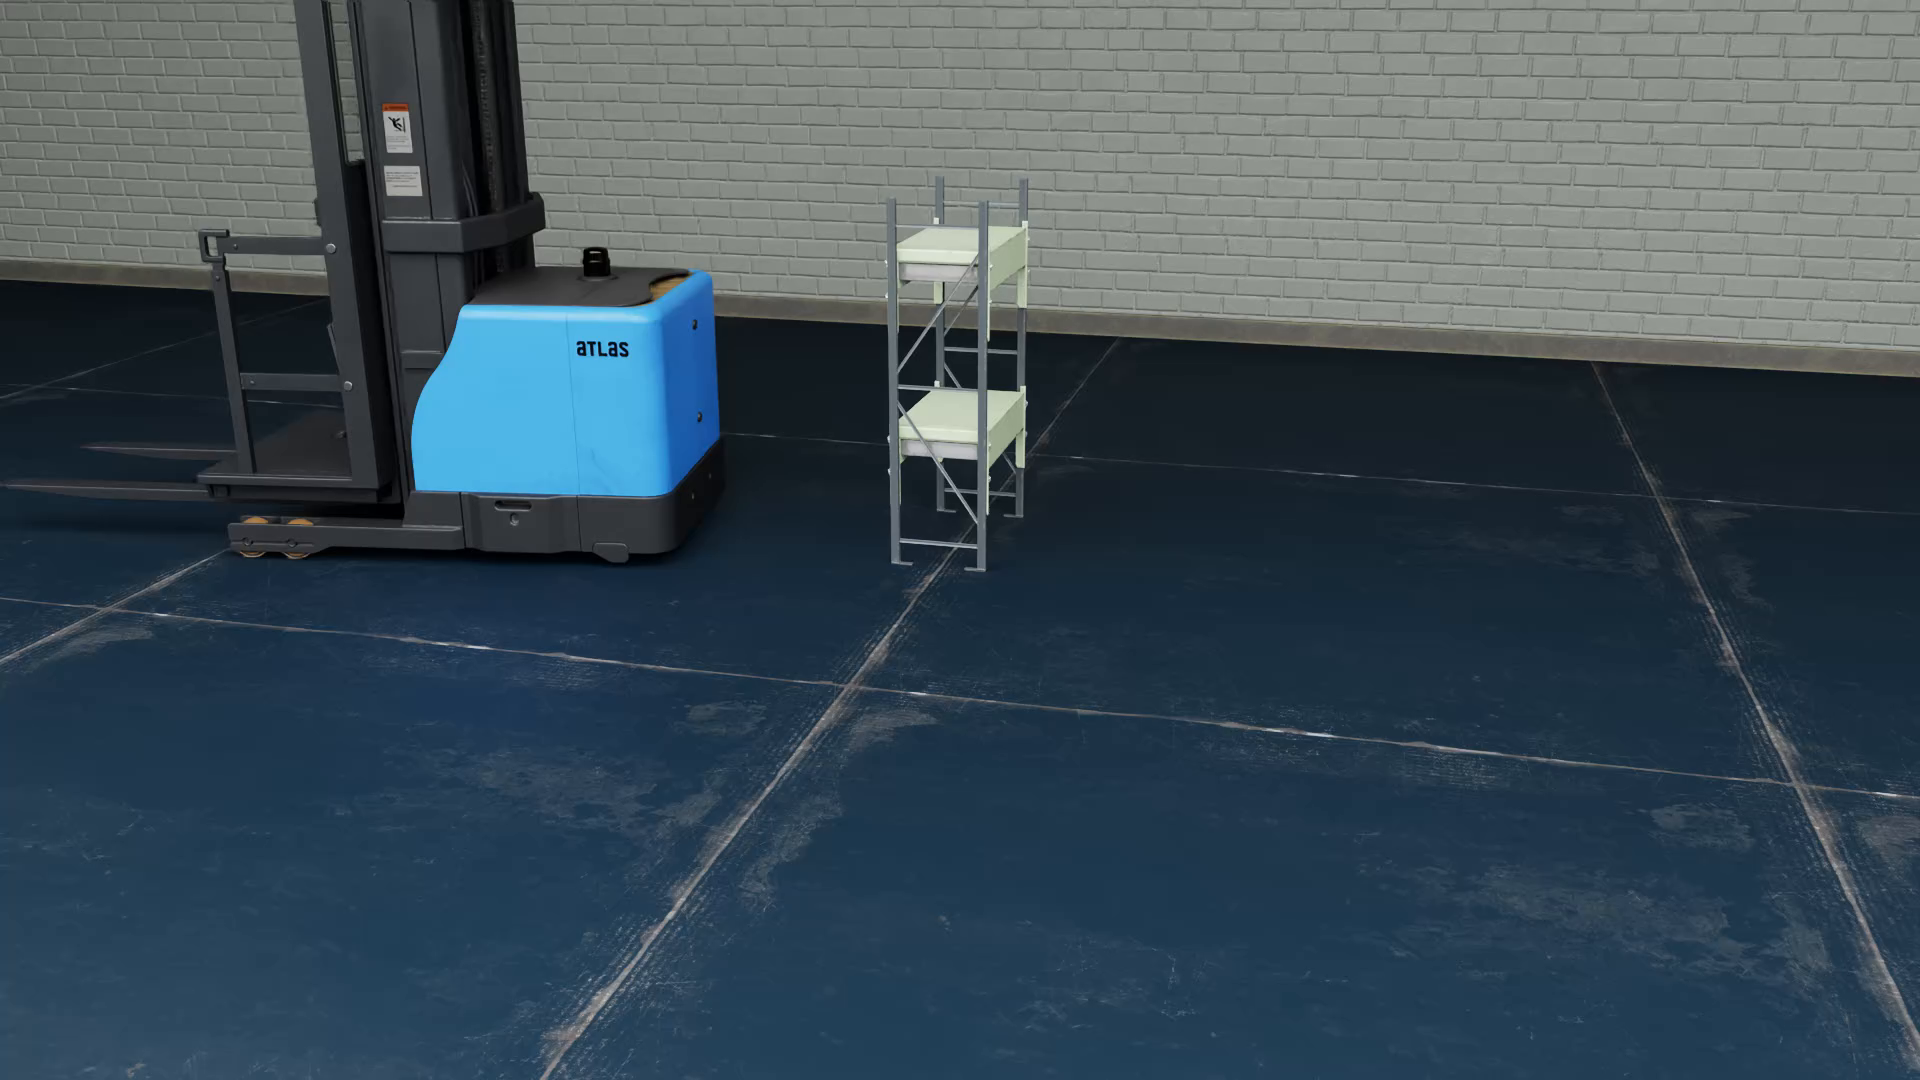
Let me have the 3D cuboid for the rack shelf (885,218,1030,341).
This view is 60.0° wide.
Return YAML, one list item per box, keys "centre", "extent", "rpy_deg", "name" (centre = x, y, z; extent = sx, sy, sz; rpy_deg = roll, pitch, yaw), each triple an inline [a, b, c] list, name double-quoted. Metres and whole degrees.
- centre: [0.002, -1.081, 6.825]
  extent: [0.431, 0.370, 0.720]
  rpy_deg: [5, 19, 13]
  name: "rack shelf"

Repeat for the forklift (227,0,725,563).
- centre: [-2.633, -1.474, 6.969]
  extent: [3.031, 2.935, 1.130]
  rpy_deg: [2, 19, 5]
  name: "forklift"

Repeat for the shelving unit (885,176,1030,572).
- centre: [0.002, -0.712, 6.951]
  extent: [0.431, 1.500, 0.755]
  rpy_deg: [5, 19, 13]
  name: "shelving unit"

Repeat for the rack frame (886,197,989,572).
- centre: [-0.088, -0.597, 6.615]
  extent: [0.400, 1.500, 0.023]
  rpy_deg: [5, 19, 13]
  name: "rack frame"

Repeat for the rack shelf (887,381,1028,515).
- centre: [0.002, -0.403, 7.057]
  extent: [0.431, 0.370, 0.720]
  rpy_deg: [5, 19, 13]
  name: "rack shelf"

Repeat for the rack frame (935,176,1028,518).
- centre: [0.091, -0.827, 7.287]
  extent: [0.400, 1.500, 0.023]
  rpy_deg: [5, 19, 13]
  name: "rack frame"
